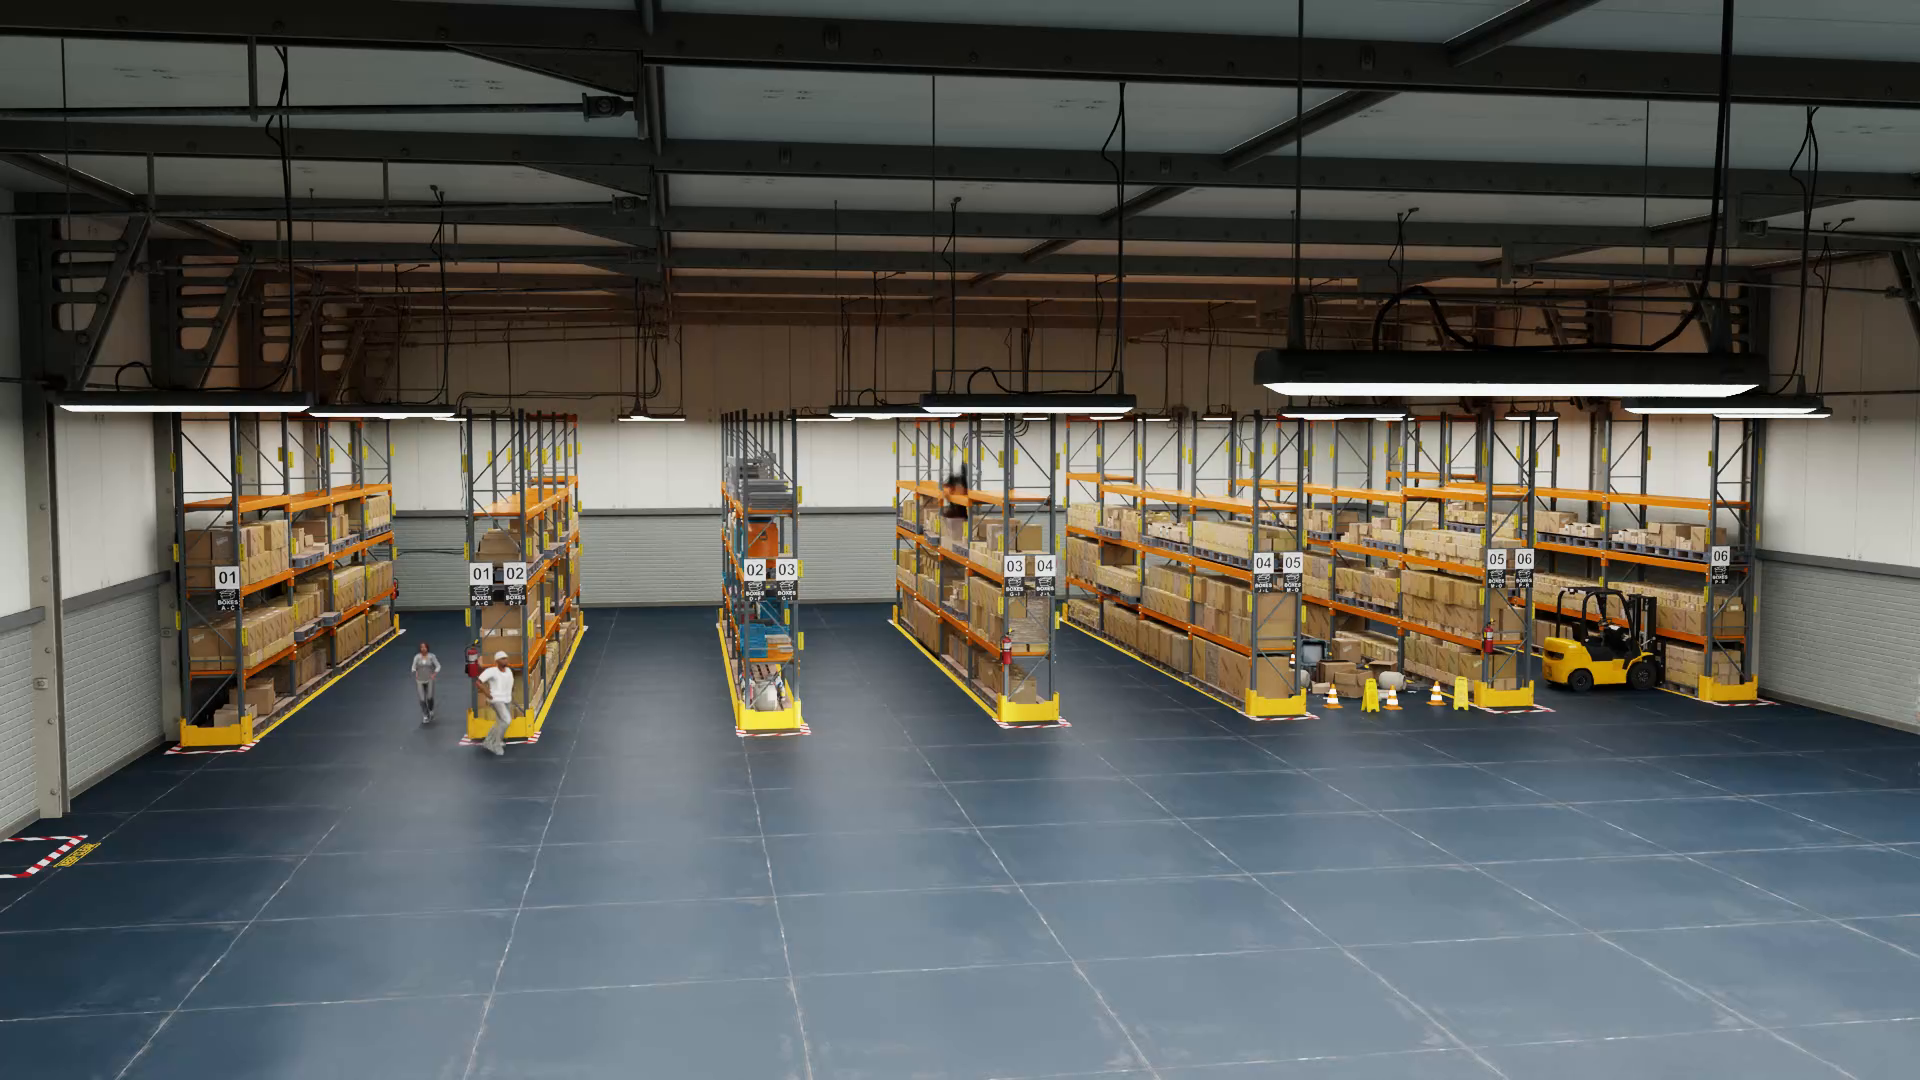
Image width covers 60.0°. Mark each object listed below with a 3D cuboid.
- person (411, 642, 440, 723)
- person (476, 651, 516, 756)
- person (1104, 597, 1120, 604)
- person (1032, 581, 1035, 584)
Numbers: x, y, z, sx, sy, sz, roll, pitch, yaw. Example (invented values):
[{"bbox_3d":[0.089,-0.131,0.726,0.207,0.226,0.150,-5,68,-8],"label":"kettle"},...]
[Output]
[{"bbox_3d":[-10.210,2.723,31.752,0.526,1.556,0.536,-1,4,-12],"label":"person"},{"bbox_3d":[-7.994,2.842,28.918,0.641,1.818,0.731,2,4,25],"label":"person"},{"bbox_3d":[4.487,1.385,49.948,0.716,1.689,0.568,-3,5,-38],"label":"person"},{"bbox_3d":[1.852,1.493,48.281,0.710,1.722,0.818,2,5,29],"label":"person"}]
